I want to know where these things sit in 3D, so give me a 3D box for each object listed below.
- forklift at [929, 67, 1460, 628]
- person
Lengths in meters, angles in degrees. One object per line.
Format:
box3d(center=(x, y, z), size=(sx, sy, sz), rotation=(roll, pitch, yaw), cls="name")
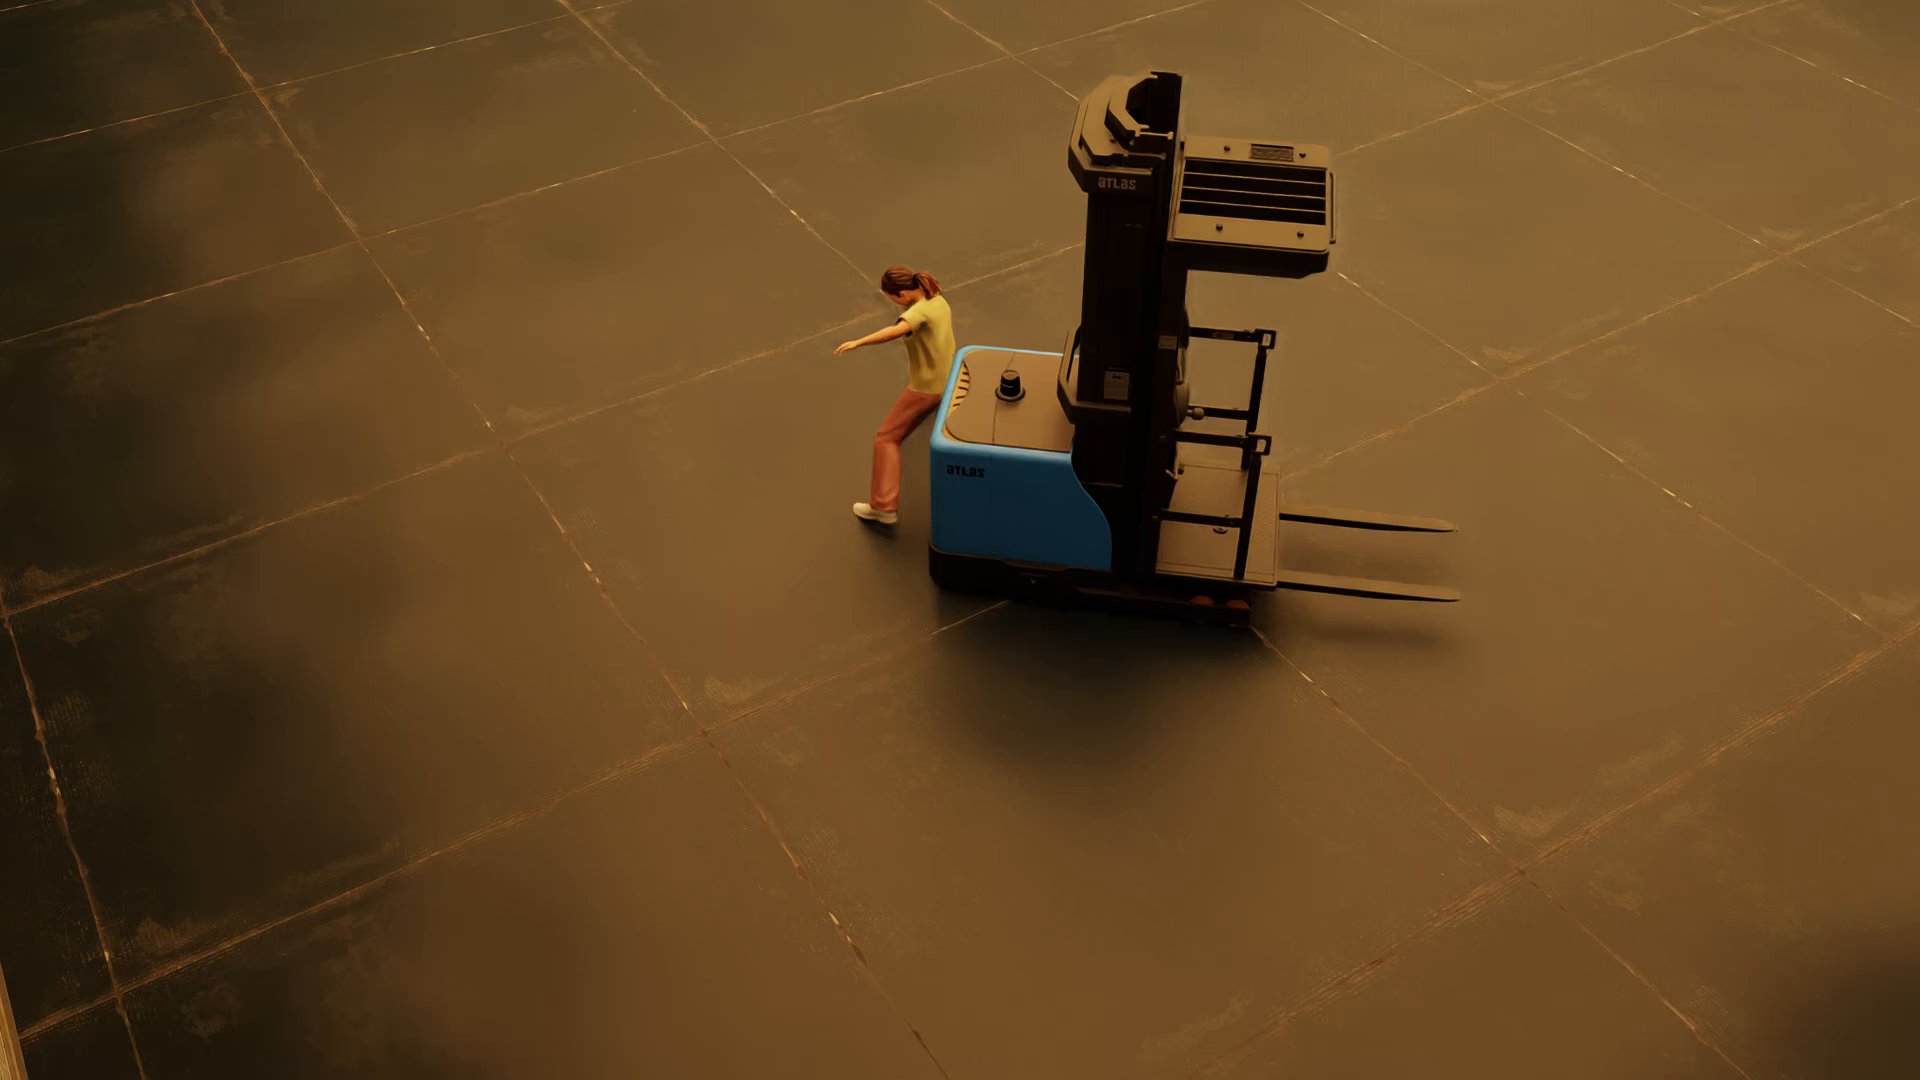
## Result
box3d(center=(1.383, -0.980, 8.992), size=(3.031, 2.935, 1.130), rotation=(6, 42, 7), cls="forklift")
box3d(center=(-0.349, -1.012, 10.247), size=(0.785, 1.345, 1.274), rotation=(28, 48, 28), cls="person")
